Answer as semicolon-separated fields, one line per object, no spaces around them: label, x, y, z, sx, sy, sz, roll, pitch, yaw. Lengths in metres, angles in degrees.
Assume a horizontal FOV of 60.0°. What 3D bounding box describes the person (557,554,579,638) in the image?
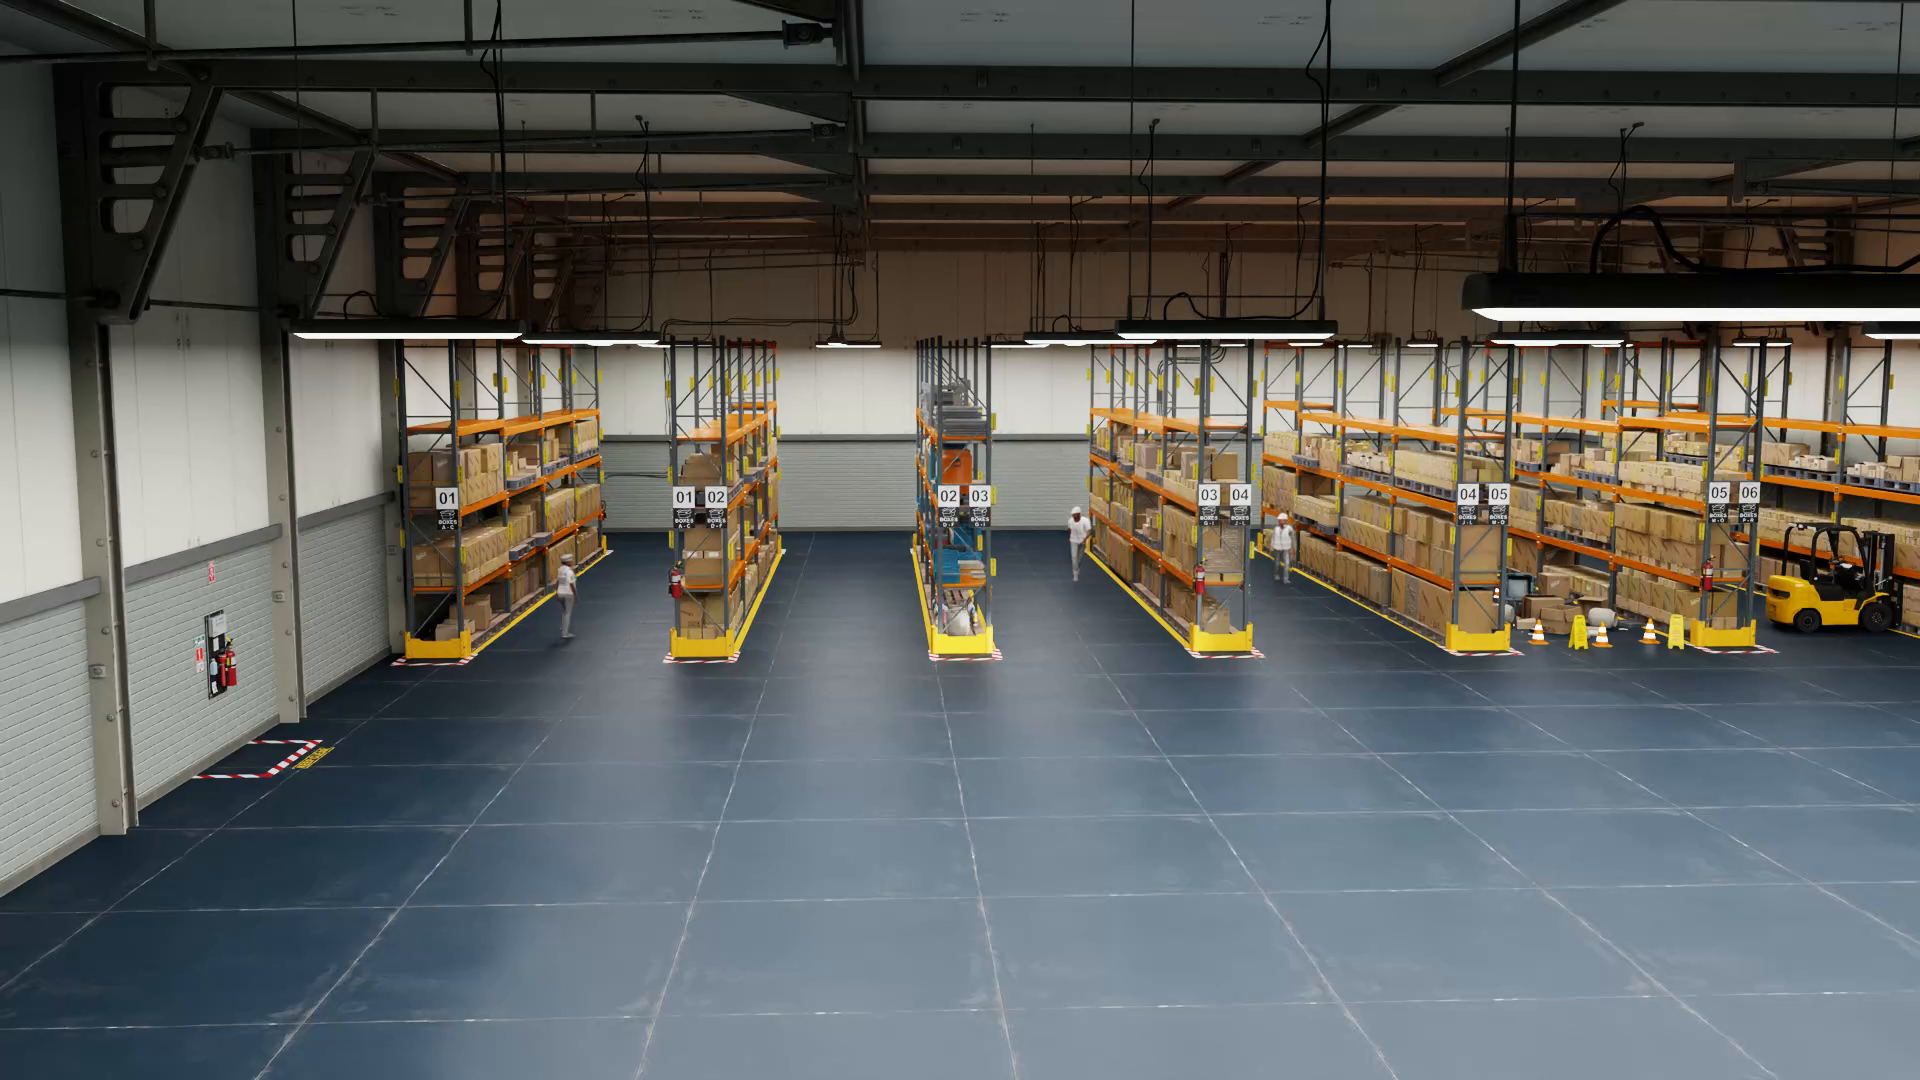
person;-7.830;1.126;33.217;0.475;1.713;0.463;4;7;30

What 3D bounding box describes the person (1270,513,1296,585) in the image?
person;7.949;0.214;40.953;0.644;1.739;1.003;0;6;3

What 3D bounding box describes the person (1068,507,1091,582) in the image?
person;2.871;0.064;39.846;0.515;1.753;0.976;0;6;-3
